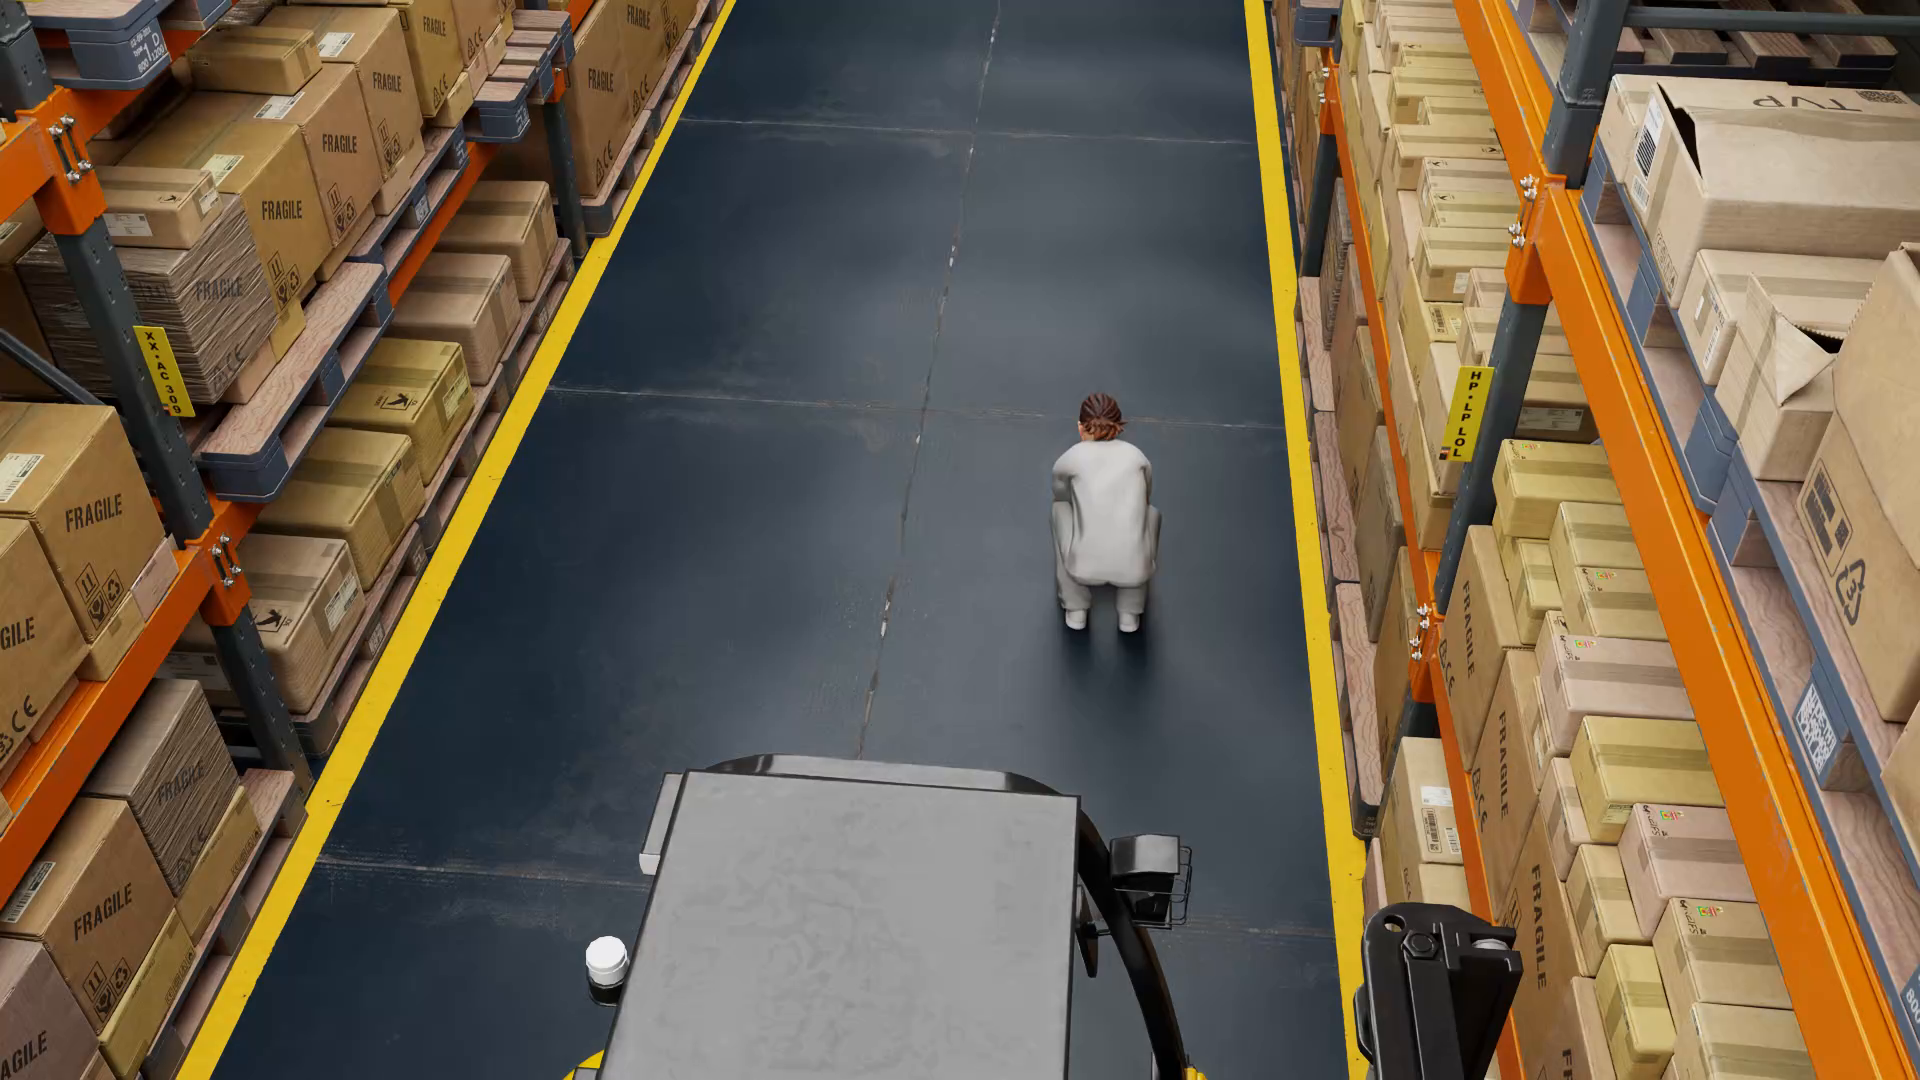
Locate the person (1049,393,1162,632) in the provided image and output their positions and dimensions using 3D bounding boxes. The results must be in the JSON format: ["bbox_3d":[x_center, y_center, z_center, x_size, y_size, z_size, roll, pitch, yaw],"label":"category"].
[{"bbox_3d":[0.613,-0.092,6.972,0.482,0.804,0.807,3,40,4],"label":"person"}]
